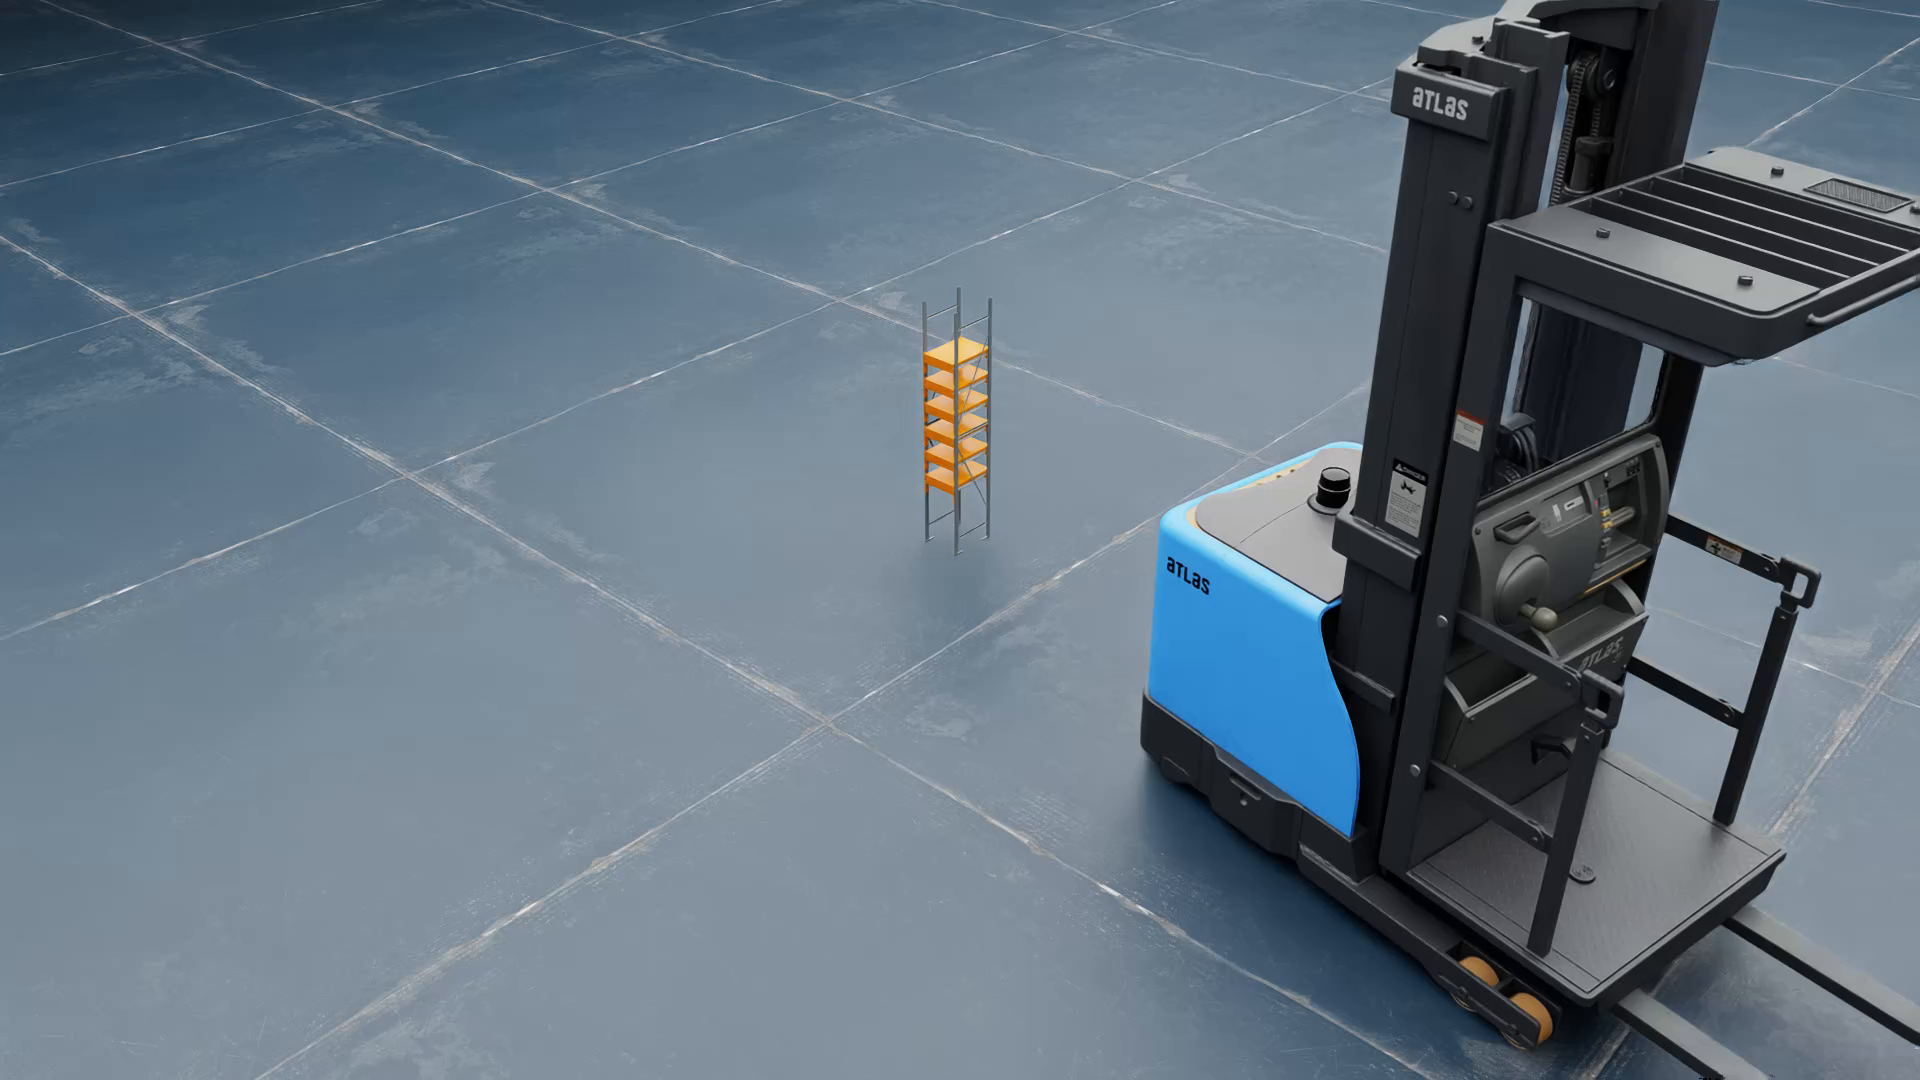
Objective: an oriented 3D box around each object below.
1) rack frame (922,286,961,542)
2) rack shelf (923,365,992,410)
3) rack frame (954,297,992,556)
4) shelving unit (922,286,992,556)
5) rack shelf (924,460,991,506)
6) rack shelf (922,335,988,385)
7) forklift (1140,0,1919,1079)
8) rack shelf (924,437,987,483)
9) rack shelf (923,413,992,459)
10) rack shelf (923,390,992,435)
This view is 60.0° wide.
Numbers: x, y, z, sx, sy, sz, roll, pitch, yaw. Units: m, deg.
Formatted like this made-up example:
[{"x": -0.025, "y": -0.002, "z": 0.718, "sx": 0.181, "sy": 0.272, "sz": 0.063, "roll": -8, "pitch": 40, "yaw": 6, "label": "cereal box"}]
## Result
[{"x": -0.079, "y": -0.551, "z": 7.501, "sx": 0.006, "sy": 1.200, "sz": 0.240, "roll": 25, "pitch": 39, "yaw": 35, "label": "rack frame"}, {"x": -0.011, "y": -0.687, "z": 7.348, "sx": 0.180, "sy": 0.103, "sz": 0.258, "roll": 25, "pitch": 39, "yaw": 35, "label": "rack shelf"}, {"x": 0.057, "y": -0.487, "z": 7.396, "sx": 0.006, "sy": 1.200, "sz": 0.240, "roll": 25, "pitch": 39, "yaw": 35, "label": "rack frame"}, {"x": -0.011, "y": -0.519, "z": 7.449, "sx": 0.189, "sy": 1.200, "sz": 0.258, "roll": 25, "pitch": 39, "yaw": 35, "label": "shelving unit"}, {"x": -0.011, "y": -0.275, "z": 7.596, "sx": 0.180, "sy": 0.103, "sz": 0.258, "roll": 25, "pitch": 39, "yaw": 35, "label": "rack shelf"}, {"x": -0.011, "y": -0.789, "z": 7.286, "sx": 0.180, "sy": 0.103, "sz": 0.258, "roll": 25, "pitch": 39, "yaw": 35, "label": "rack shelf"}, {"x": 1.972, "y": 0.026, "z": 4.865, "sx": 1.130, "sy": 2.935, "sz": 3.031, "roll": -21, "pitch": 37, "yaw": -31, "label": "forklift"}, {"x": -0.011, "y": -0.378, "z": 7.534, "sx": 0.180, "sy": 0.103, "sz": 0.258, "roll": 25, "pitch": 39, "yaw": 35, "label": "rack shelf"}, {"x": -0.011, "y": -0.481, "z": 7.472, "sx": 0.180, "sy": 0.103, "sz": 0.258, "roll": 25, "pitch": 39, "yaw": 35, "label": "rack shelf"}, {"x": -0.011, "y": -0.584, "z": 7.410, "sx": 0.180, "sy": 0.103, "sz": 0.258, "roll": 25, "pitch": 39, "yaw": 35, "label": "rack shelf"}]
